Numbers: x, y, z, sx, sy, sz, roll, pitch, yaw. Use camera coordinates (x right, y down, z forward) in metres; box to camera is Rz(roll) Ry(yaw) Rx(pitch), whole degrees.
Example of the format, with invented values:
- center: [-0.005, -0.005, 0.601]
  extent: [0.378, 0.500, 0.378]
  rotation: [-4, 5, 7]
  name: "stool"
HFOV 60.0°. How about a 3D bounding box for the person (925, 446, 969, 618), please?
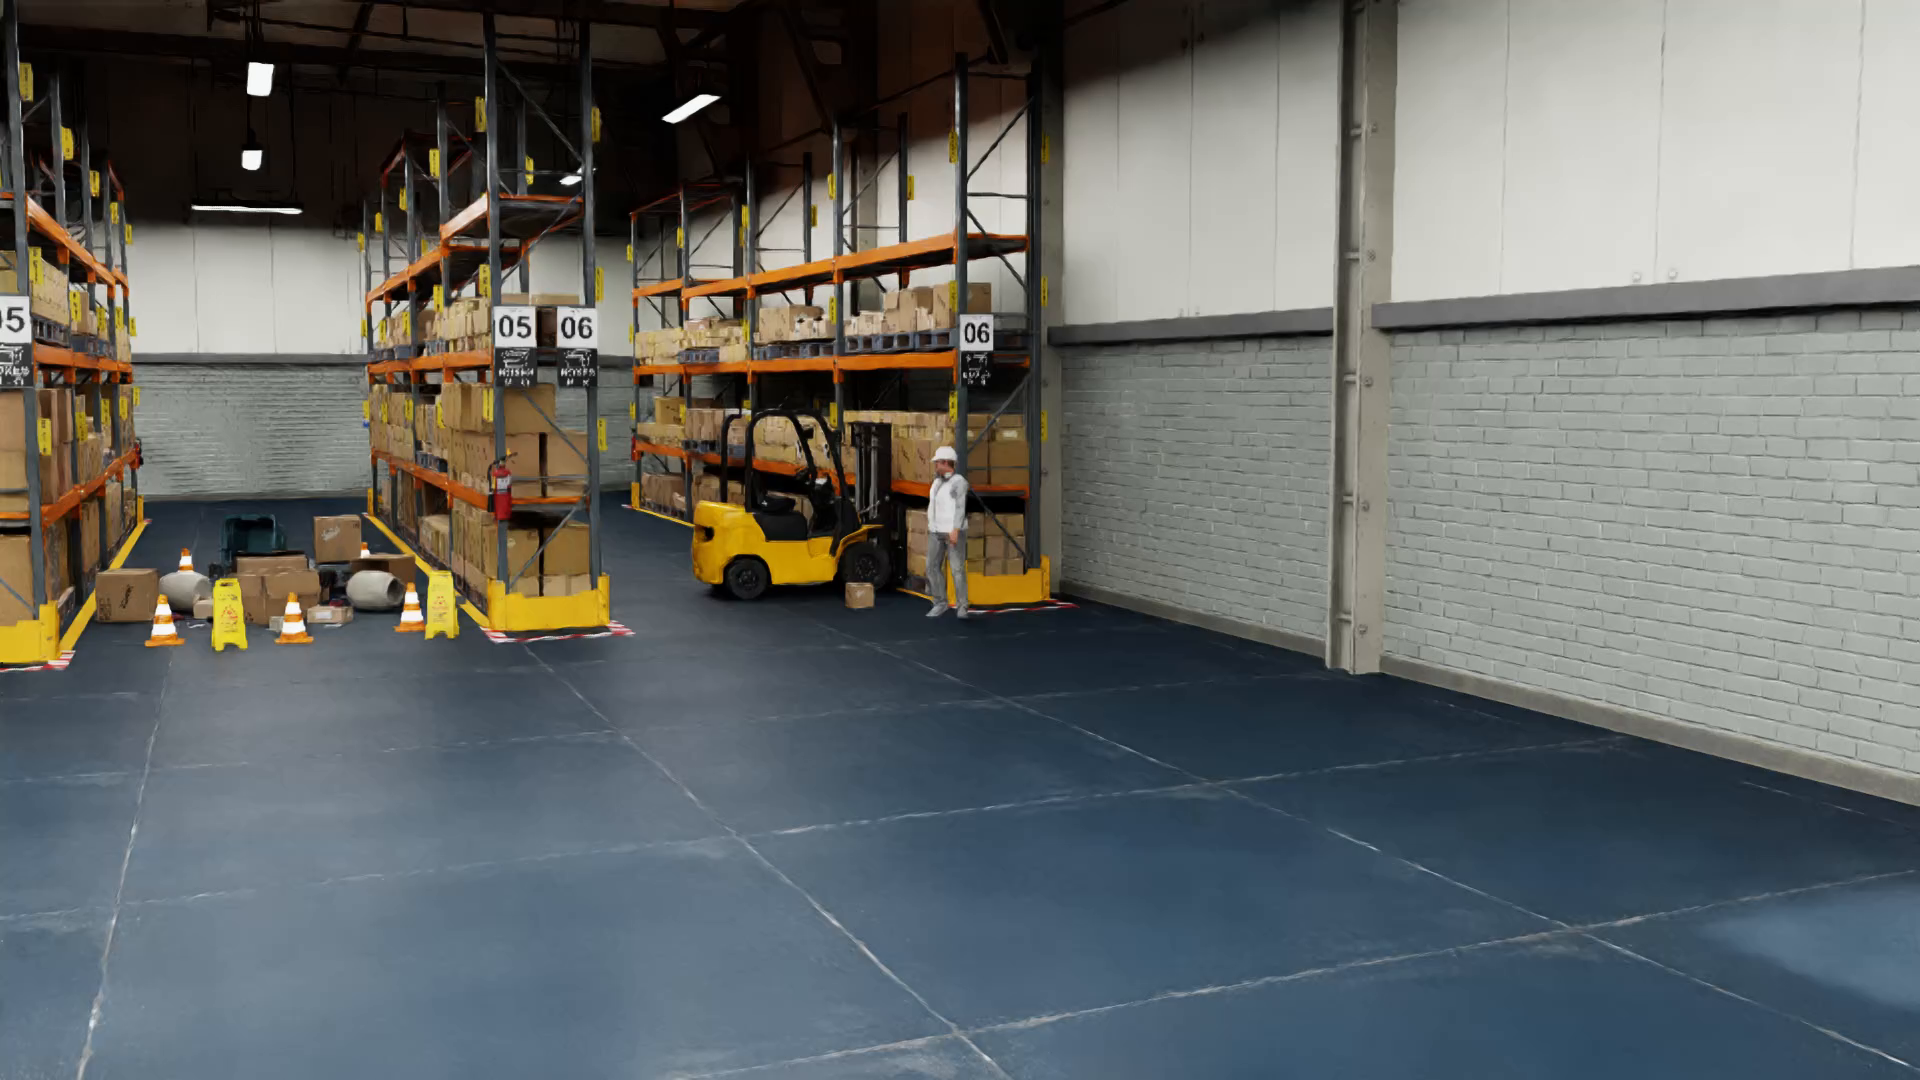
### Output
- center: [-0.138, -0.061, 17.309]
  extent: [0.455, 1.827, 0.607]
  rotation: [-5, 7, -45]
  name: "person"
